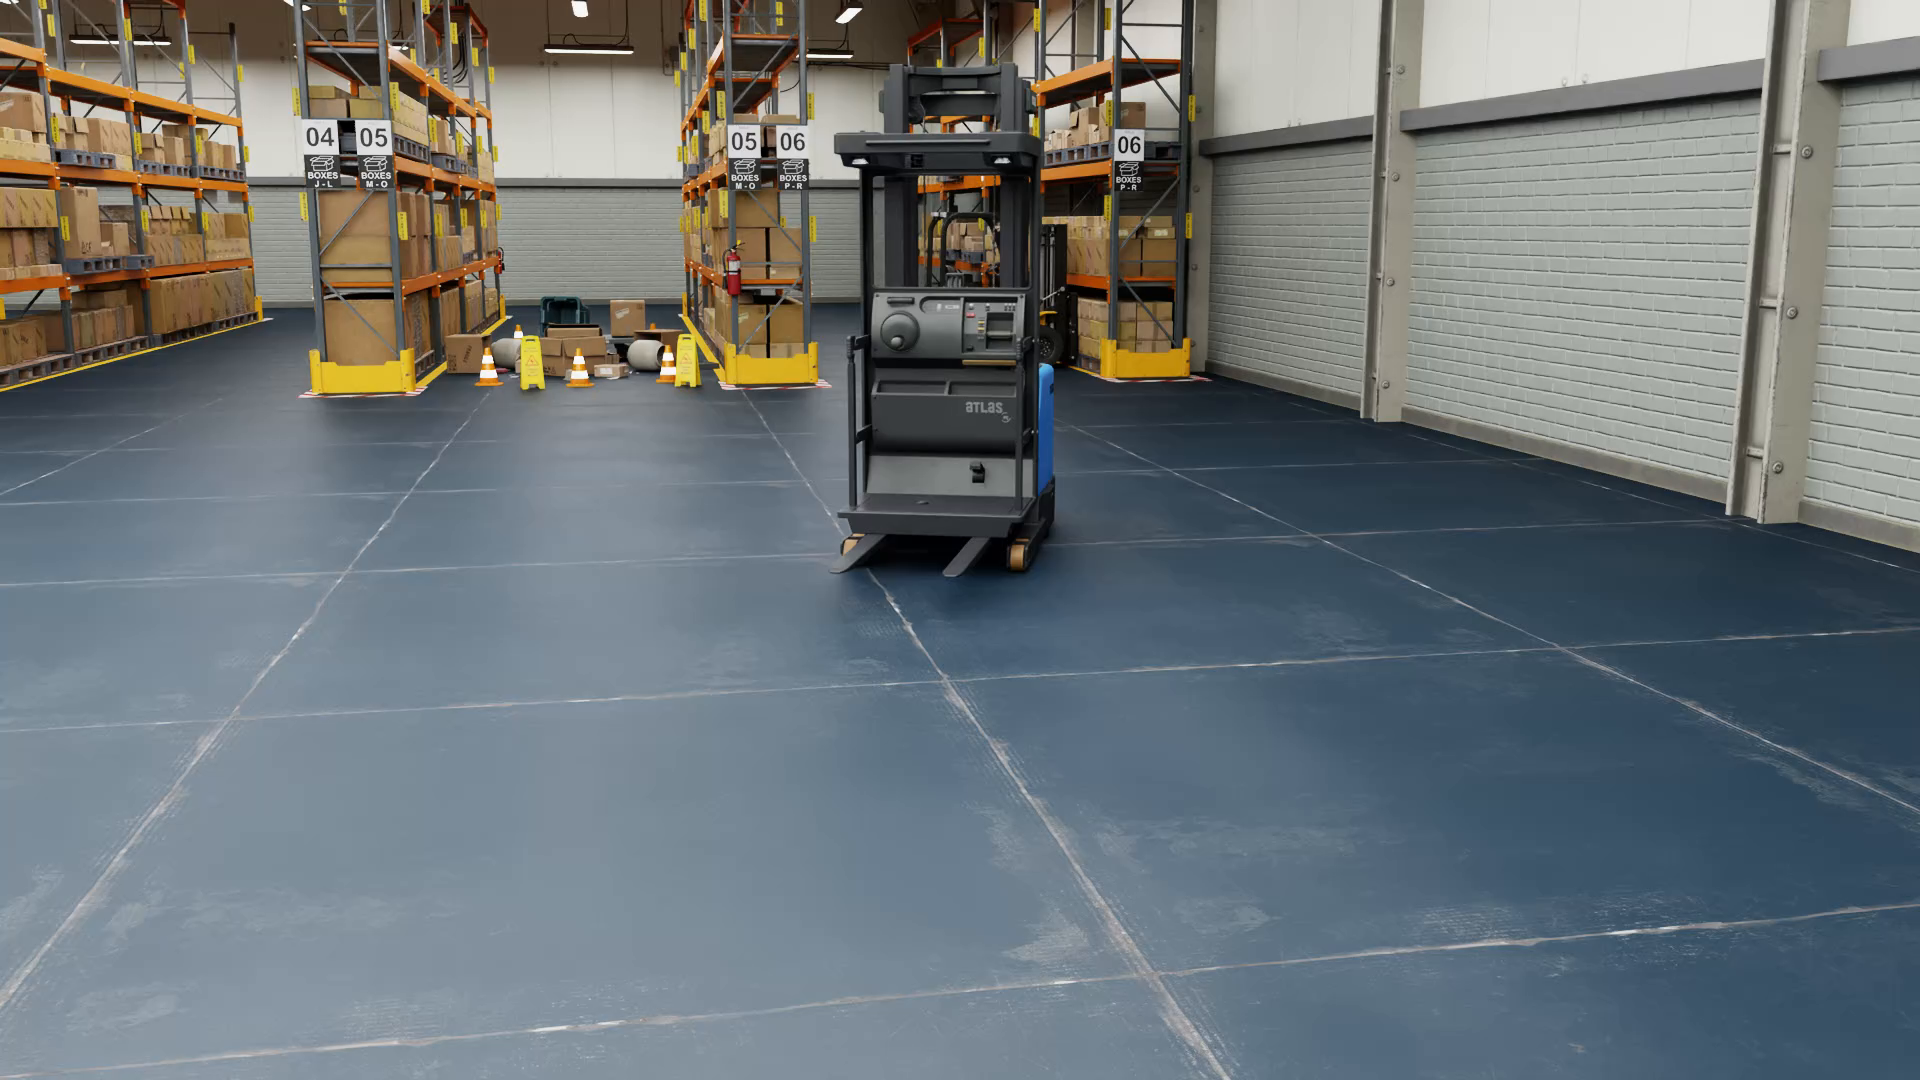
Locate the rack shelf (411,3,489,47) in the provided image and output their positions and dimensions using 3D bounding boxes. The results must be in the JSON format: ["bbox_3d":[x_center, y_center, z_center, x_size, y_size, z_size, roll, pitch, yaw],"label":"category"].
[{"bbox_3d":[-9.959,-10.081,32.628,1.077,0.370,4.000,-2,11,-11],"label":"rack shelf"}]

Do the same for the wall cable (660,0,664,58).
[{"bbox_3d":[-8.412,-13.290,40.410,2.355,3.000,0.029,-2,11,-11],"label":"wall cable"}]

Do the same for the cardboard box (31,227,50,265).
[{"bbox_3d":[-12.872,-3.969,22.464,0.875,0.500,0.500,-2,11,-11],"label":"cardboard box"}]

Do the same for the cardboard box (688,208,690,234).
[{"bbox_3d":[-5.096,-6.303,32.848,0.500,0.500,0.500,-2,11,-11],"label":"cardboard box"}]

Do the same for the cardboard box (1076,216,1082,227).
[{"bbox_3d":[1.845,-4.469,23.355,0.380,0.149,0.250,-2,11,-10],"label":"cardboard box"}]

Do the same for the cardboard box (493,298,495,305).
[{"bbox_3d":[-9.749,-4.897,34.108,0.380,0.149,0.250,-2,11,-10],"label":"cardboard box"}]

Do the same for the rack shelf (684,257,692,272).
[{"bbox_3d":[-5.123,-5.700,34.543,1.077,0.370,4.000,-2,11,-11],"label":"rack shelf"}]

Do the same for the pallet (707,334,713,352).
[{"bbox_3d":[-3.571,-3.216,27.028,1.003,0.211,1.213,-2,11,-11],"label":"pallet"}]

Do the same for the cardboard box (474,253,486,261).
[{"bbox_3d":[-9.304,-5.428,31.864,0.380,0.149,0.250,-2,11,-9],"label":"cardboard box"}]

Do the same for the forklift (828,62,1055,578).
[{"bbox_3d":[-0.102,-1.324,9.813,1.130,2.935,3.031,2,11,9],"label":"forklift"}]

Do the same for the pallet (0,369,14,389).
[{"bbox_3d":[-12.259,-1.919,20.215,1.003,0.211,1.213,-2,11,-11],"label":"pallet"}]

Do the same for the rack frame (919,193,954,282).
[{"bbox_3d":[-0.644,-6.601,37.355,1.000,3.000,0.127,-2,11,-11],"label":"rack frame"}]

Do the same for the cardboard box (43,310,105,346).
[{"bbox_3d":[-13.180,-3.151,24.737,0.700,0.500,0.500,-3,11,-16],"label":"cardboard box"}]

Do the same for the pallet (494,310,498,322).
[{"bbox_3d":[-10.209,-4.687,34.758,1.003,0.211,1.213,-2,11,-11],"label":"pallet"}]

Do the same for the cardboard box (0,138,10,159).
[{"bbox_3d":[-12.266,-4.903,20.814,0.500,0.250,0.500,-2,11,-9],"label":"cardboard box"}]

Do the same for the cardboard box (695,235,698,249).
[{"bbox_3d":[-4.522,-5.391,30.062,0.500,0.250,0.500,-2,11,-12],"label":"cardboard box"}]

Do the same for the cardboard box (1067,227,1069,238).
[{"bbox_3d":[1.715,-4.464,24.125,0.380,0.149,0.250,-2,11,-13],"label":"cardboard box"}]

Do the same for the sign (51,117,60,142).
[{"bbox_3d":[-12.368,-5.607,22.729,0.100,0.325,0.005,-2,11,-11],"label":"sign"}]

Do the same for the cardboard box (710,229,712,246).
[{"bbox_3d":[-3.590,-4.788,25.642,0.500,0.500,0.500,-2,11,-11],"label":"cardboard box"}]

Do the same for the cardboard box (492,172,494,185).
[{"bbox_3d":[-10.000,-7.547,34.706,0.500,0.250,0.500,-2,11,-12],"label":"cardboard box"}]

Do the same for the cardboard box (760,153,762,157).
[{"bbox_3d":[-2.610,-5.235,22.829,0.380,0.149,0.250,-2,11,-12],"label":"cardboard box"}]

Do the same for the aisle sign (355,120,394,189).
[{"bbox_3d":[-6.928,-4.562,19.688,0.394,0.787,0.004,-2,11,-11],"label":"aisle sign"}]

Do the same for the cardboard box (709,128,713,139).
[{"bbox_3d":[-3.437,-5.891,24.142,0.380,0.149,0.250,-2,11,-12],"label":"cardboard box"}]

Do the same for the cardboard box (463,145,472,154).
[{"bbox_3d":[-9.389,-7.391,31.482,0.380,0.149,0.250,-2,11,-12],"label":"cardboard box"}]

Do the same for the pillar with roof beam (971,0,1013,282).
[{"bbox_3d":[-3.340,-8.818,32.960,9.100,9.000,0.548,-2,11,-11],"label":"pillar with roof beam"}]

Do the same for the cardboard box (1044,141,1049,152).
[{"bbox_3d":[1.480,-5.912,24.996,0.380,0.149,0.250,-2,11,-10],"label":"cardboard box"}]

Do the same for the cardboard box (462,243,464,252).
[{"bbox_3d":[-8.840,-5.074,28.883,0.380,0.149,0.250,-2,11,-8],"label":"cardboard box"}]

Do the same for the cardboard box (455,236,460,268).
[{"bbox_3d":[-8.345,-4.639,26.778,0.500,0.500,0.500,-2,11,-11],"label":"cardboard box"}]

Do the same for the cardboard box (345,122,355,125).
[{"bbox_3d":[-7.701,-5.259,20.500,0.500,0.250,0.500,-2,11,-11],"label":"cardboard box"}]

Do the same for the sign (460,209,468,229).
[{"bbox_3d":[-8.248,-5.344,27.652,0.100,0.325,0.005,-2,11,-11],"label":"sign"}]

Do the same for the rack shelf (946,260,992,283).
[{"bbox_3d":[0.523,-5.147,31.641,1.077,0.370,4.000,-2,11,-11],"label":"rack shelf"}]

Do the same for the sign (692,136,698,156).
[{"bbox_3d":[-4.502,-6.700,28.260,0.100,0.325,0.005,-2,11,-11],"label":"sign"}]

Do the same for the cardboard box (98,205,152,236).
[{"bbox_3d":[-13.803,-5.269,27.405,0.797,0.503,0.637,-2,11,-9],"label":"cardboard box"}]

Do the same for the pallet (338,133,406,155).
[{"bbox_3d":[-7.390,-4.852,20.383,1.003,0.211,1.213,-2,11,-11],"label":"pallet"}]

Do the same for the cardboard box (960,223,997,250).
[{"bbox_3d":[0.414,-5.683,31.135,0.797,0.503,0.637,-2,11,-12],"label":"cardboard box"}]

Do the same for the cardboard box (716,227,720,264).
[{"bbox_3d":[-3.160,-4.139,23.360,0.500,0.500,0.500,-2,11,-11],"label":"cardboard box"}]

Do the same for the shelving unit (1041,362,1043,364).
[{"bbox_3d":[0.470,-0.700,11.559,0.215,1.050,0.252,1,11,6],"label":"shelving unit"}]

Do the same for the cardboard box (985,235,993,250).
[{"bbox_3d":[0.735,-5.214,29.134,0.500,0.250,0.500,-2,11,-11],"label":"cardboard box"}]

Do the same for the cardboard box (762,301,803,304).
[{"bbox_3d":[-2.397,-2.967,22.489,0.500,0.500,0.500,-3,11,-13],"label":"cardboard box"}]

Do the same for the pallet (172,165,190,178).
[{"bbox_3d":[-14.228,-6.539,29.519,0.805,0.209,1.217,-3,11,-13],"label":"pallet"}]

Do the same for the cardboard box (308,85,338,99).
[{"bbox_3d":[-7.634,-5.333,19.822,0.380,0.149,0.250,-2,11,-10],"label":"cardboard box"}]

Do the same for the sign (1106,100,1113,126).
[{"bbox_3d":[1.933,-5.519,21.491,0.100,0.325,0.005,-2,11,-11],"label":"sign"}]

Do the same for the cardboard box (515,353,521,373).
[{"bbox_3d":[-5.873,-2.429,22.748,0.396,0.266,0.258,0,11,-1],"label":"cardboard box"}]

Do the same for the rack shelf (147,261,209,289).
[{"bbox_3d":[-14.066,-4.606,28.795,1.077,0.370,4.000,-2,11,-11],"label":"rack shelf"}]

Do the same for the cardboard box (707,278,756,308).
[{"bbox_3d":[-4.009,-4.245,29.535,0.875,0.875,0.875,-2,11,-12],"label":"cardboard box"}]

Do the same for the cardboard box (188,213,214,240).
[{"bbox_3d":[-14.297,-5.864,31.082,0.500,0.500,0.500,-2,11,-11],"label":"cardboard box"}]

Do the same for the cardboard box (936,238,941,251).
[{"bbox_3d":[-0.204,-6.024,33.931,0.500,0.250,0.500,-2,11,-10],"label":"cardboard box"}]

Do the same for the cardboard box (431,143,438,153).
[{"bbox_3d":[-8.170,-6.034,25.324,0.396,0.266,0.258,-2,11,-11],"label":"cardboard box"}]

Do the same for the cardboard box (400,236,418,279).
[{"bbox_3d":[-7.466,-3.634,21.366,0.875,0.550,0.550,-2,11,-11],"label":"cardboard box"}]

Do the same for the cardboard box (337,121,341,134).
[{"bbox_3d":[-7.633,-4.941,19.892,0.380,0.149,0.250,-2,11,-11],"label":"cardboard box"}]

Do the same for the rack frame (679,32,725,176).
[{"bbox_3d":[-5.512,-9.367,35.842,1.000,3.000,0.127,-2,11,-11],"label":"rack frame"}]

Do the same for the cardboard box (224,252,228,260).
[{"bbox_3d":[-14.438,-5.506,32.276,0.380,0.149,0.250,-2,11,-10],"label":"cardboard box"}]
